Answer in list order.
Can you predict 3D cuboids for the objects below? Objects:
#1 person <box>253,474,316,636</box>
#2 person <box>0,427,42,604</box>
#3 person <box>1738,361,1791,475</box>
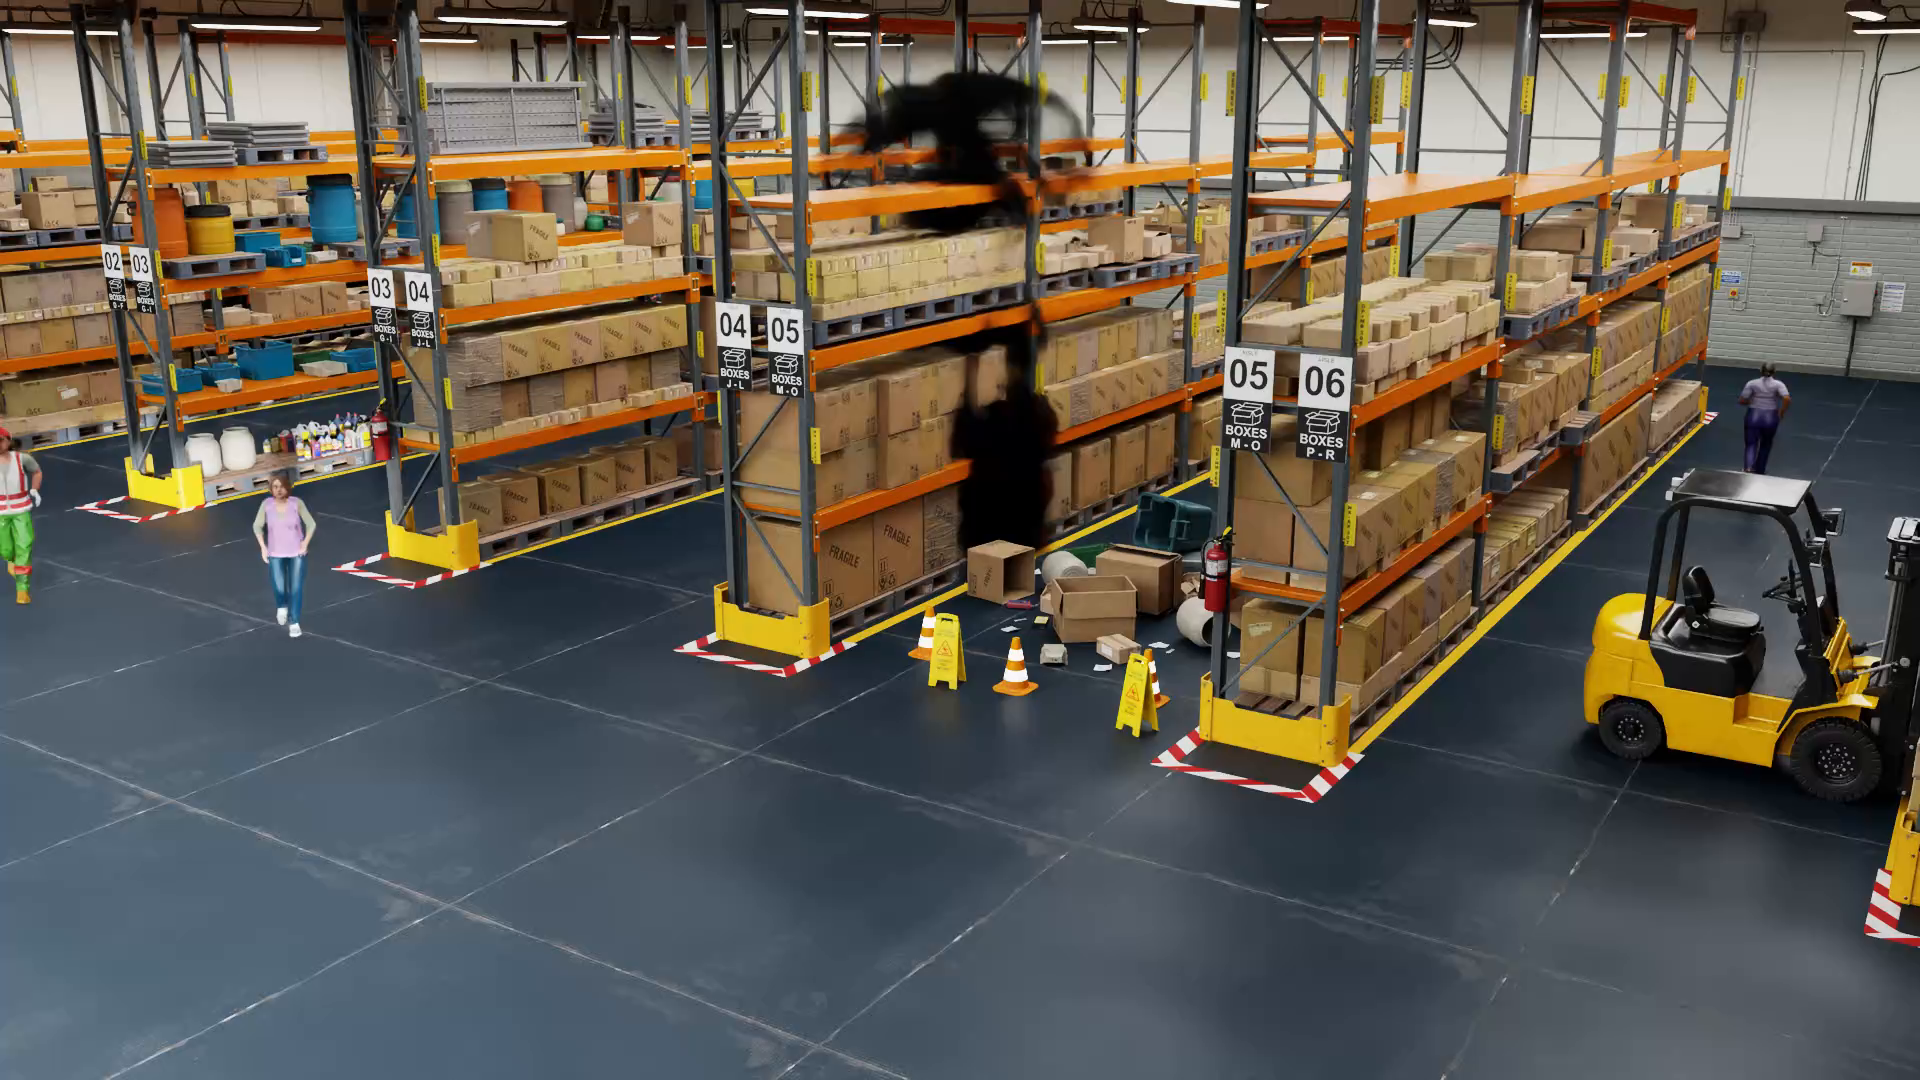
[{"bbox_3d":[-6.342,0.153,15.663,0.529,1.555,0.536,-6,17,-21],"label":"person"},{"bbox_3d":[-9.684,-0.290,16.973,0.656,1.772,0.878,-9,18,-28],"label":"person"},{"bbox_3d":[10.384,-1.496,21.554,0.607,1.659,0.919,7,17,24],"label":"person"}]
